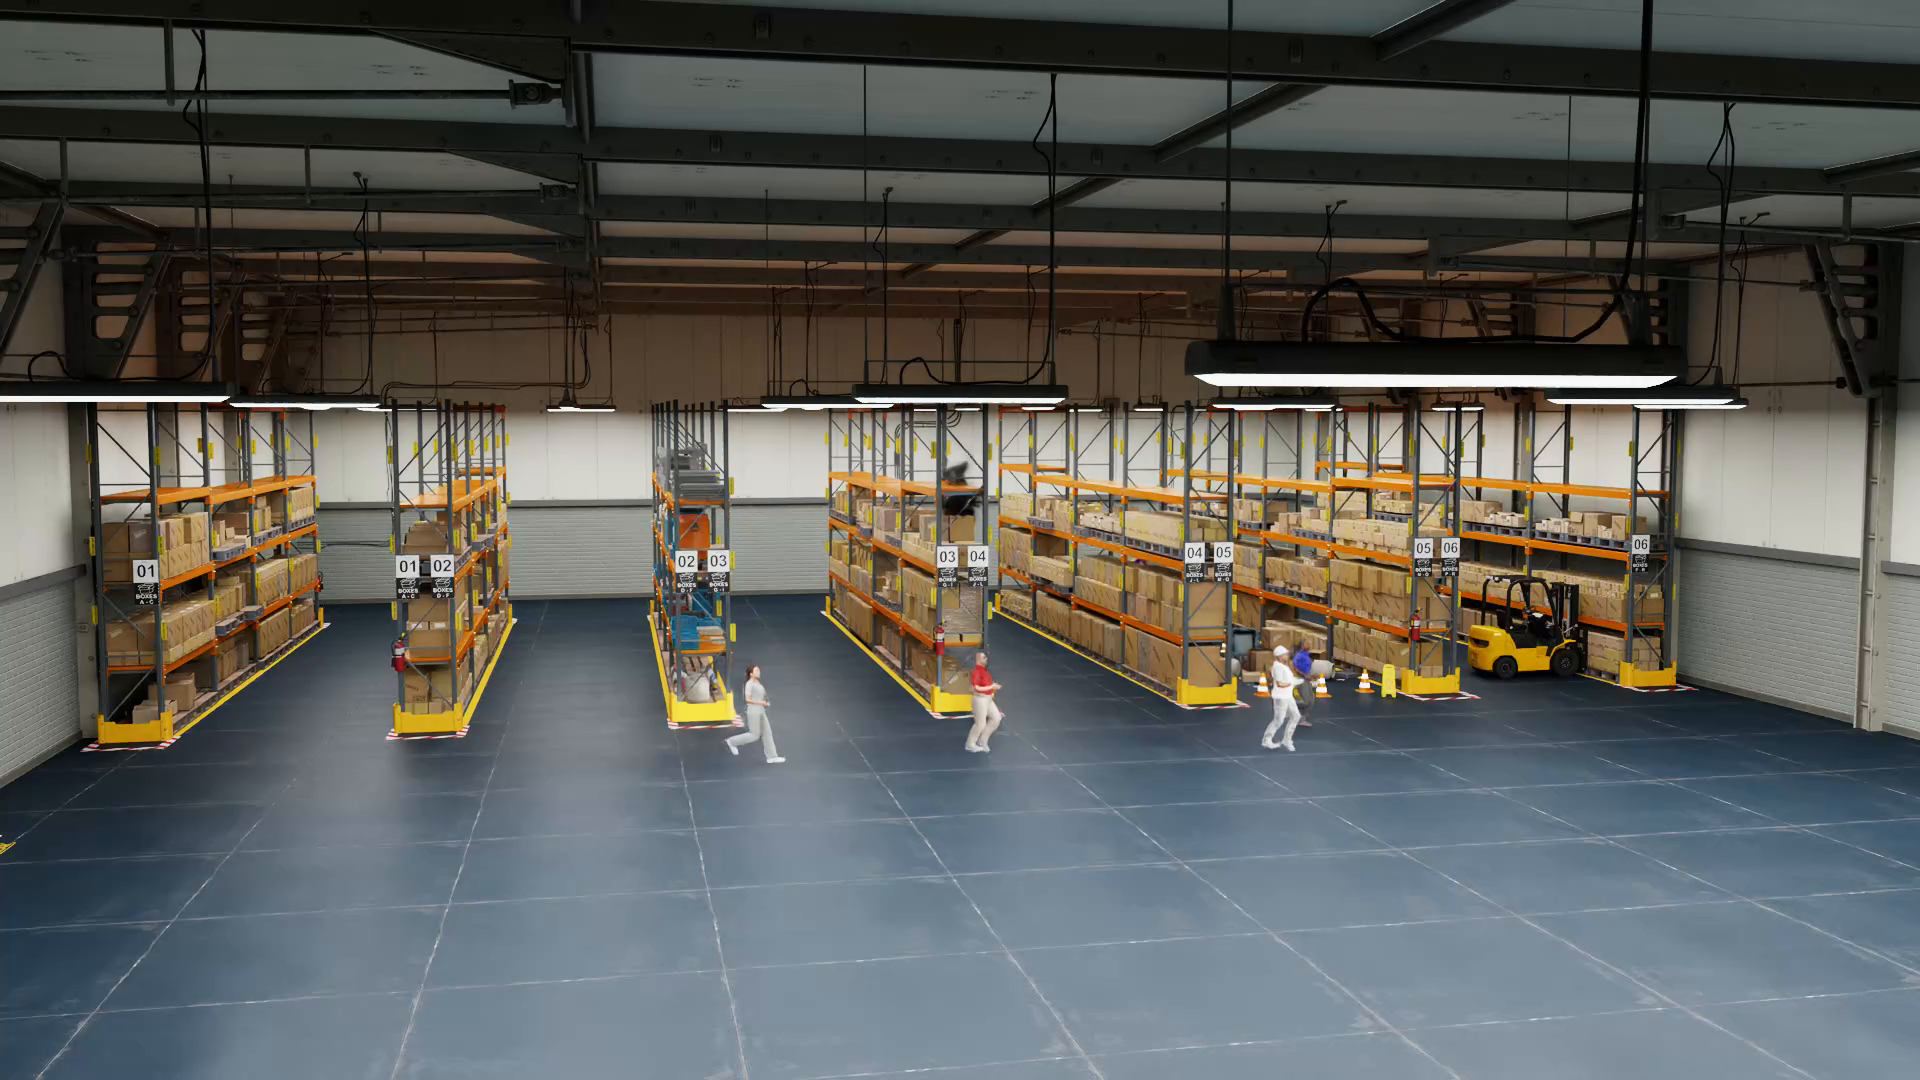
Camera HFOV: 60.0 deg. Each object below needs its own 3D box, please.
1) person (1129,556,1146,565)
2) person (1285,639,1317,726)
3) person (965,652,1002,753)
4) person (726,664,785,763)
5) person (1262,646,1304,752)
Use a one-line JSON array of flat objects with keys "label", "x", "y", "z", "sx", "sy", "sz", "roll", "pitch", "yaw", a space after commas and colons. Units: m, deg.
[{"label": "person", "x": 5.391, "y": 1.012, "z": 50.885, "sx": 0.894, "sy": 1.777, "sz": 0.707, "roll": -1, "pitch": 4, "yaw": -11}, {"label": "person", "x": 6.303, "y": 2.618, "z": 30.604, "sx": 0.524, "sy": 1.598, "sz": 0.562, "roll": 2, "pitch": 5, "yaw": 30}, {"label": "person", "x": 0.423, "y": 2.763, "z": 28.097, "sx": 0.668, "sy": 1.754, "sz": 0.643, "roll": 1, "pitch": 5, "yaw": 19}, {"label": "person", "x": -3.339, "y": 2.844, "z": 27.271, "sx": 0.981, "sy": 1.634, "sz": 0.584, "roll": 1, "pitch": 4, "yaw": 13}, {"label": "person", "x": 5.493, "y": 2.710, "z": 28.216, "sx": 0.712, "sy": 1.833, "sz": 0.654, "roll": 2, "pitch": 5, "yaw": 24}]
